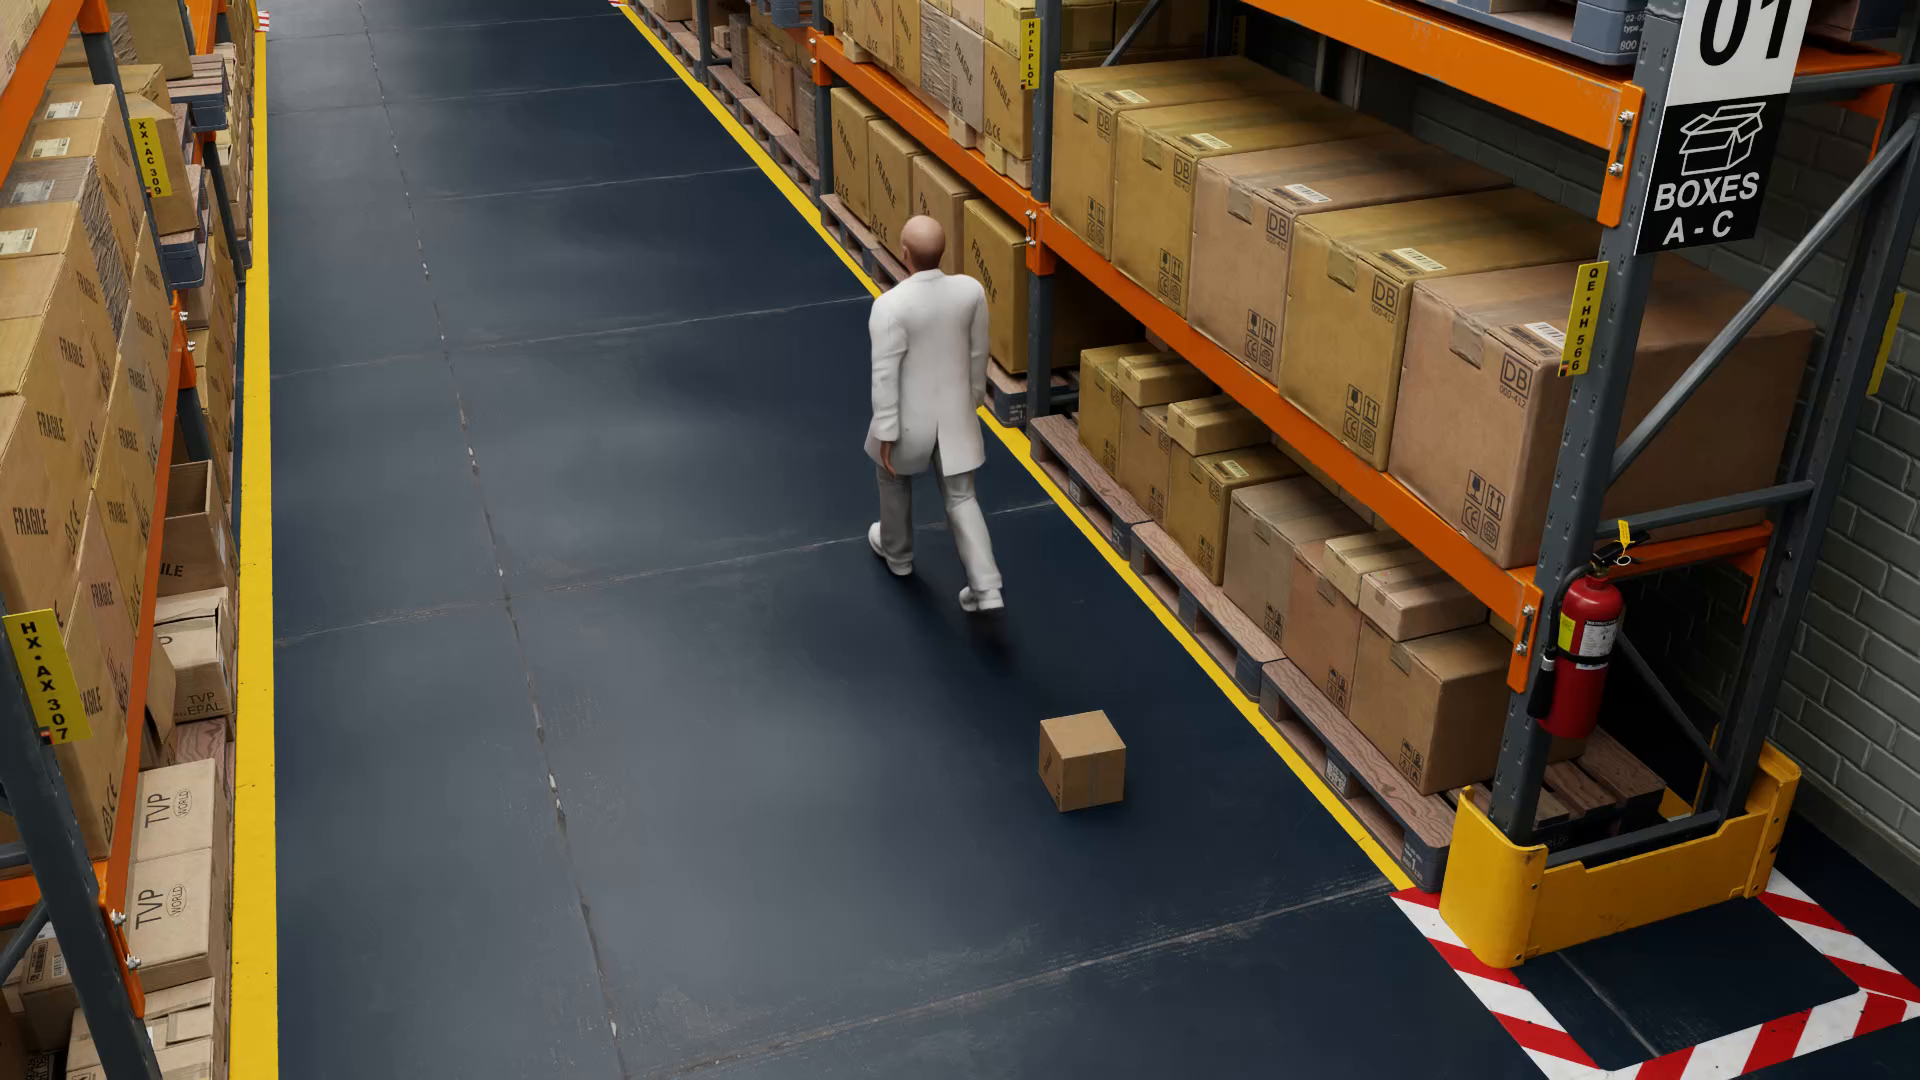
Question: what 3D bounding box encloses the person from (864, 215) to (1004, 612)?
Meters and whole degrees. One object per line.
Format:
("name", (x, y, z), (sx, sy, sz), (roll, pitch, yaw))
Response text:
("person", (-0.121, -0.519, 7.067), (0.570, 1.739, 1.100), (-11, 31, -19))
